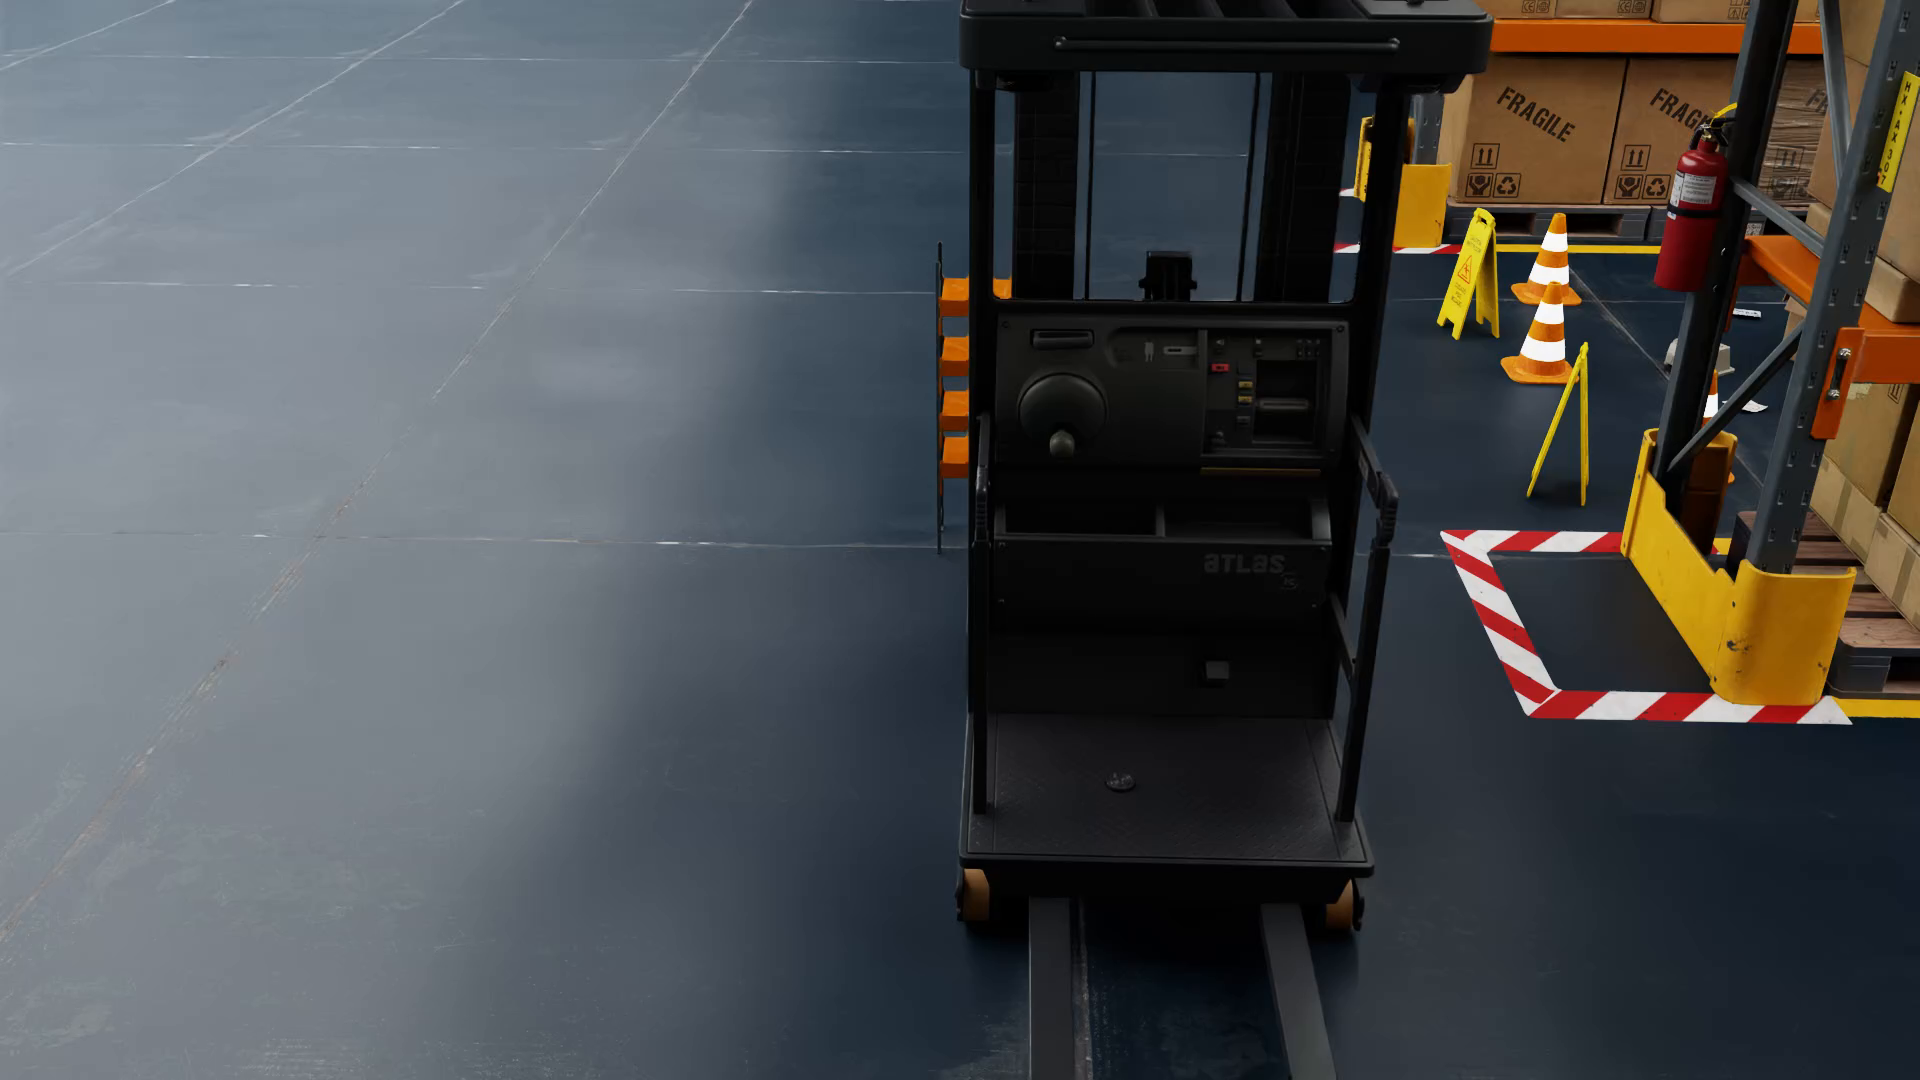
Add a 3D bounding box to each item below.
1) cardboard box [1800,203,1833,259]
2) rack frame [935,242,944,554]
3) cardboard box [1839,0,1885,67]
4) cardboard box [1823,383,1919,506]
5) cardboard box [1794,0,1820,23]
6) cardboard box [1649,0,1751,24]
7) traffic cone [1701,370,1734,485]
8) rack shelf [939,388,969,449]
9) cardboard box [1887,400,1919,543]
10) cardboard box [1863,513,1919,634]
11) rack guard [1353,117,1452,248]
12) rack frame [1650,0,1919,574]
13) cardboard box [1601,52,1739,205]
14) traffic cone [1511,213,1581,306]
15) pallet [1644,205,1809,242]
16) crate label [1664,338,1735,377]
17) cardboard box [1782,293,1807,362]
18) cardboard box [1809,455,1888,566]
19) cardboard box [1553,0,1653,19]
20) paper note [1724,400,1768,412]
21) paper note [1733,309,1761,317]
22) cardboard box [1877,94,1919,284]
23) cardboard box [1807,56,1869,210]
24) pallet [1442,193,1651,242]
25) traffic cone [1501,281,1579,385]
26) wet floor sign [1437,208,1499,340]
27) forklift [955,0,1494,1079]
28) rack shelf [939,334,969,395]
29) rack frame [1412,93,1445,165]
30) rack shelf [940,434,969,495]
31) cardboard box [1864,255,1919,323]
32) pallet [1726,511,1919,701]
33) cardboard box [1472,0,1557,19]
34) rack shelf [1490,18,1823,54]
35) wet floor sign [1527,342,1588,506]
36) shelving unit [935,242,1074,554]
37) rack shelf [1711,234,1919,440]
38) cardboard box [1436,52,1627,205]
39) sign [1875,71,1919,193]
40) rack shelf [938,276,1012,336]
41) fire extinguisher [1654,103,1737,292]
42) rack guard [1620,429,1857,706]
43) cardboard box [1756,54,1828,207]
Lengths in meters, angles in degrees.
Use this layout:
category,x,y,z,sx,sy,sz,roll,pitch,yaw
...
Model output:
category,x,y,z,sx,sy,sz,roll,pitch,yaw
cardboard box,3.086,-1.023,5.683,0.250,0.149,0.380,2,28,4
rack frame,-0.078,-0.531,6.410,0.015,1.200,0.240,1,28,2
cardboard box,3.223,-1.751,5.297,0.500,0.500,0.700,0,28,1
cardboard box,3.514,-0.451,6.022,0.500,0.500,0.500,1,28,2
cardboard box,4.788,-3.384,9.708,0.500,0.550,0.875,1,28,2
cardboard box,4.256,-3.373,9.688,0.550,0.550,0.875,1,28,2
traffic cone,3.180,-0.516,7.167,0.334,0.463,0.336,1,28,2
rack shelf,0.165,-0.468,6.433,0.480,0.148,0.258,1,28,2
cardboard box,3.525,-0.199,5.548,0.500,0.500,0.500,0,28,0
cardboard box,3.501,0.132,5.723,0.500,0.250,0.500,1,28,1
rack guard,2.754,-2.254,10.407,0.348,0.500,1.175,1,28,2
rack frame,2.705,-1.040,5.447,0.127,3.000,1.000,1,28,2
cardboard box,4.338,-2.611,10.232,0.875,0.875,0.875,1,28,1
traffic cone,3.259,-1.564,9.145,0.334,0.463,0.336,1,28,2
pallet,4.796,-2.128,10.478,1.213,0.211,1.003,1,28,2
crate label,3.667,-0.913,8.264,0.298,0.136,0.250,-14,31,-24
cardboard box,4.549,-1.093,8.212,0.637,0.503,0.797,-20,34,-33
cardboard box,3.546,-0.123,6.204,0.500,0.250,0.500,1,28,2
cardboard box,3.701,-3.441,9.816,0.550,0.550,0.875,1,28,2
paper note,3.720,-0.644,7.871,0.142,0.019,0.148,-9,29,-16
paper note,4.244,-1.226,8.970,0.142,0.017,0.144,11,30,19
cardboard box,3.168,-1.078,5.094,0.500,0.500,0.500,1,28,1
cardboard box,3.257,-1.335,5.580,0.500,0.500,0.500,0,28,1
pallet,3.580,-2.150,10.518,1.213,0.211,1.003,1,28,2
traffic cone,2.879,-1.041,8.158,0.334,0.463,0.336,1,28,2
wet floor sign,2.680,-1.392,8.625,0.232,0.644,0.267,-4,28,-7
forklift,0.557,-0.361,4.239,1.130,2.935,3.031,1,28,2
rack shelf,0.165,-0.666,6.329,0.480,0.148,0.258,1,28,2
rack frame,2.778,-3.359,9.821,0.127,3.000,1.000,1,28,2
rack shelf,0.165,-0.293,6.526,0.480,0.148,0.258,1,28,2
cardboard box,3.037,-0.826,5.313,0.250,0.149,0.380,1,28,2
pallet,3.591,0.223,6.041,1.213,0.211,1.003,1,28,2
cardboard box,3.151,-3.440,9.814,0.550,0.550,0.875,1,28,2
rack shelf,4.777,-3.008,9.927,4.000,0.370,1.077,1,28,2
wet floor sign,2.553,-0.504,6.949,0.232,0.644,0.267,11,30,19
shelving unit,0.165,-0.527,6.402,0.503,1.200,0.258,1,28,2
rack shelf,4.703,-0.689,5.553,4.000,0.370,1.077,1,28,2
cardboard box,3.458,-2.625,10.258,0.875,0.875,0.875,1,28,2
sign,2.686,-1.168,4.765,0.005,0.325,0.100,1,28,2
rack shelf,0.165,-0.875,6.218,0.480,0.148,0.258,1,28,2
fire extinguisher,2.606,-1.223,5.876,0.183,0.674,0.296,1,28,2
rack guard,2.781,0.066,6.030,0.348,0.500,1.175,1,28,2
cardboard box,5.249,-2.595,10.202,0.875,0.875,0.875,1,28,2
